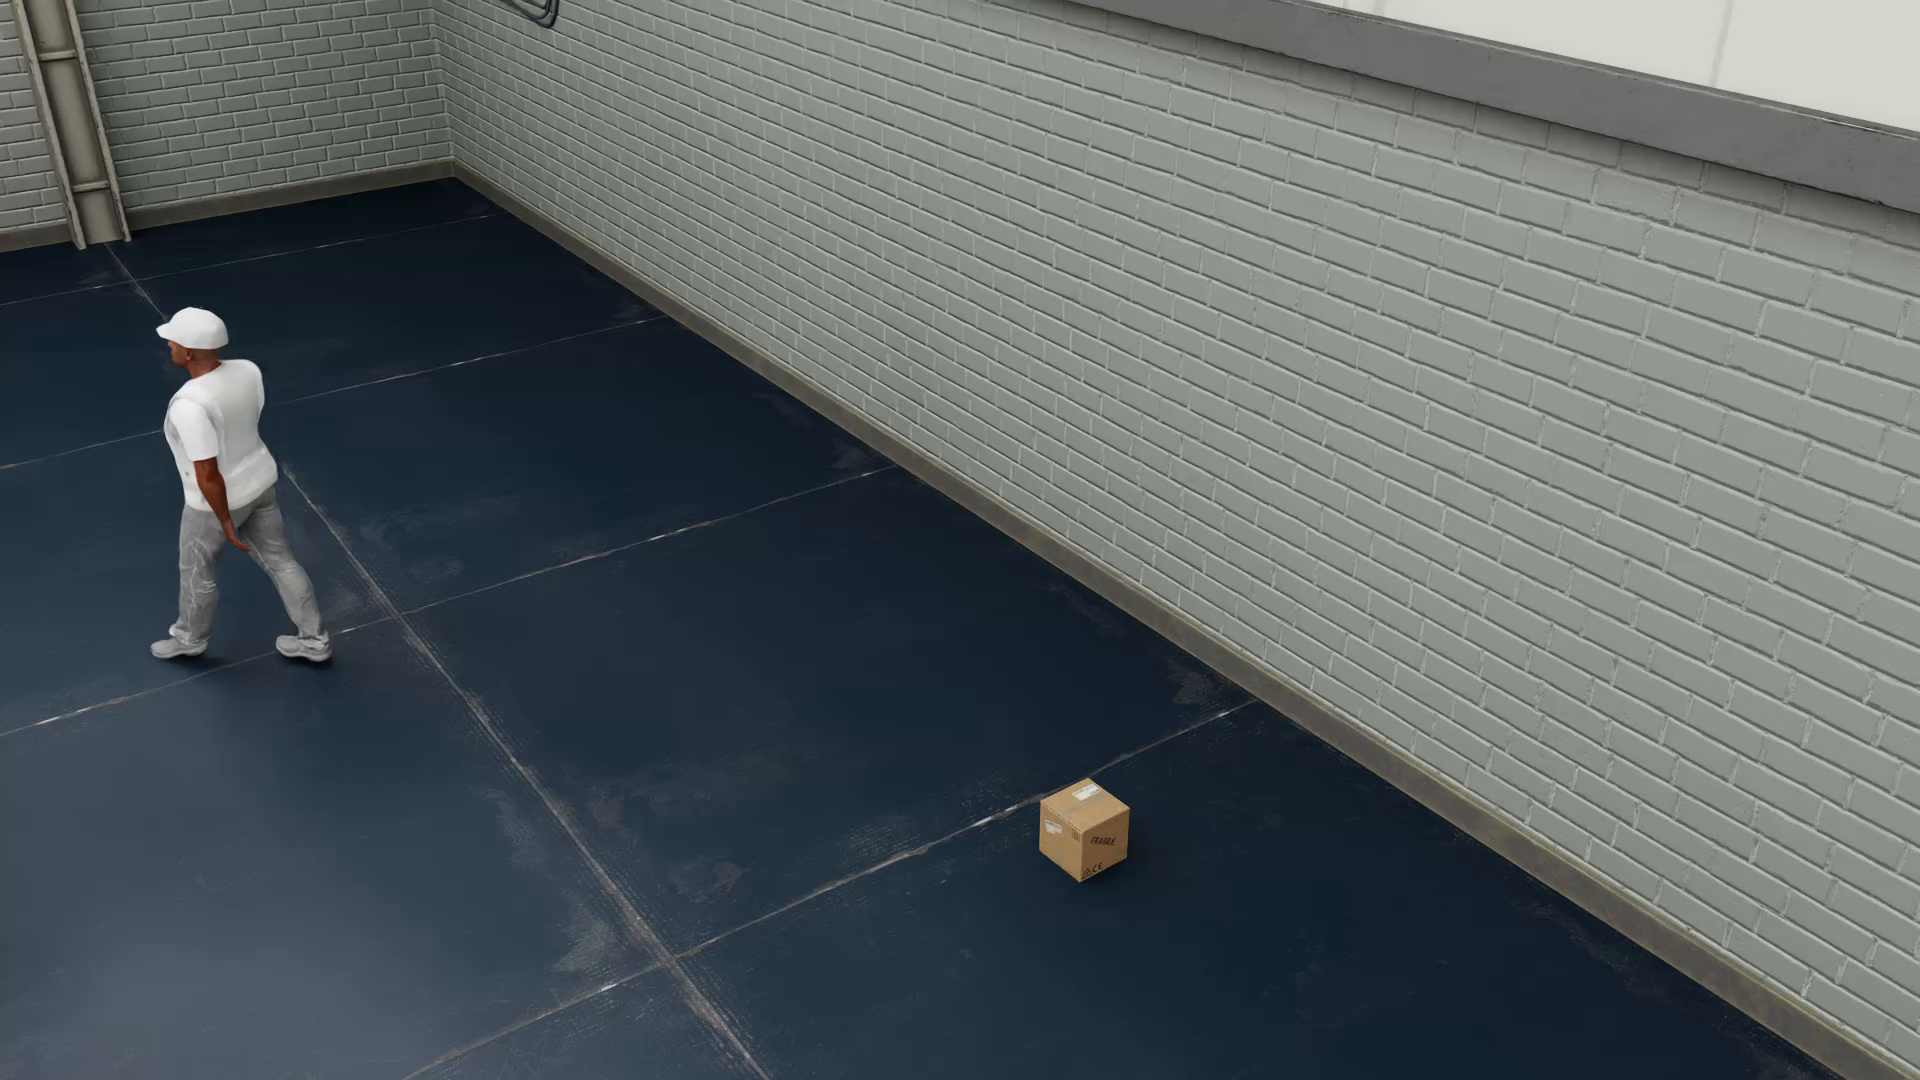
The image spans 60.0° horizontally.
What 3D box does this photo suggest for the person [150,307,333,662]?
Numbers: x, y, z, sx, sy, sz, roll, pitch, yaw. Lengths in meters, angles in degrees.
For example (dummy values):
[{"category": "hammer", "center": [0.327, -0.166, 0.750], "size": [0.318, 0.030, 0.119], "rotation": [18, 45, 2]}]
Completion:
[{"category": "person", "center": [-3.383, -0.238, 7.521], "size": [0.906, 1.745, 0.565], "rotation": [9, 30, 16]}]
